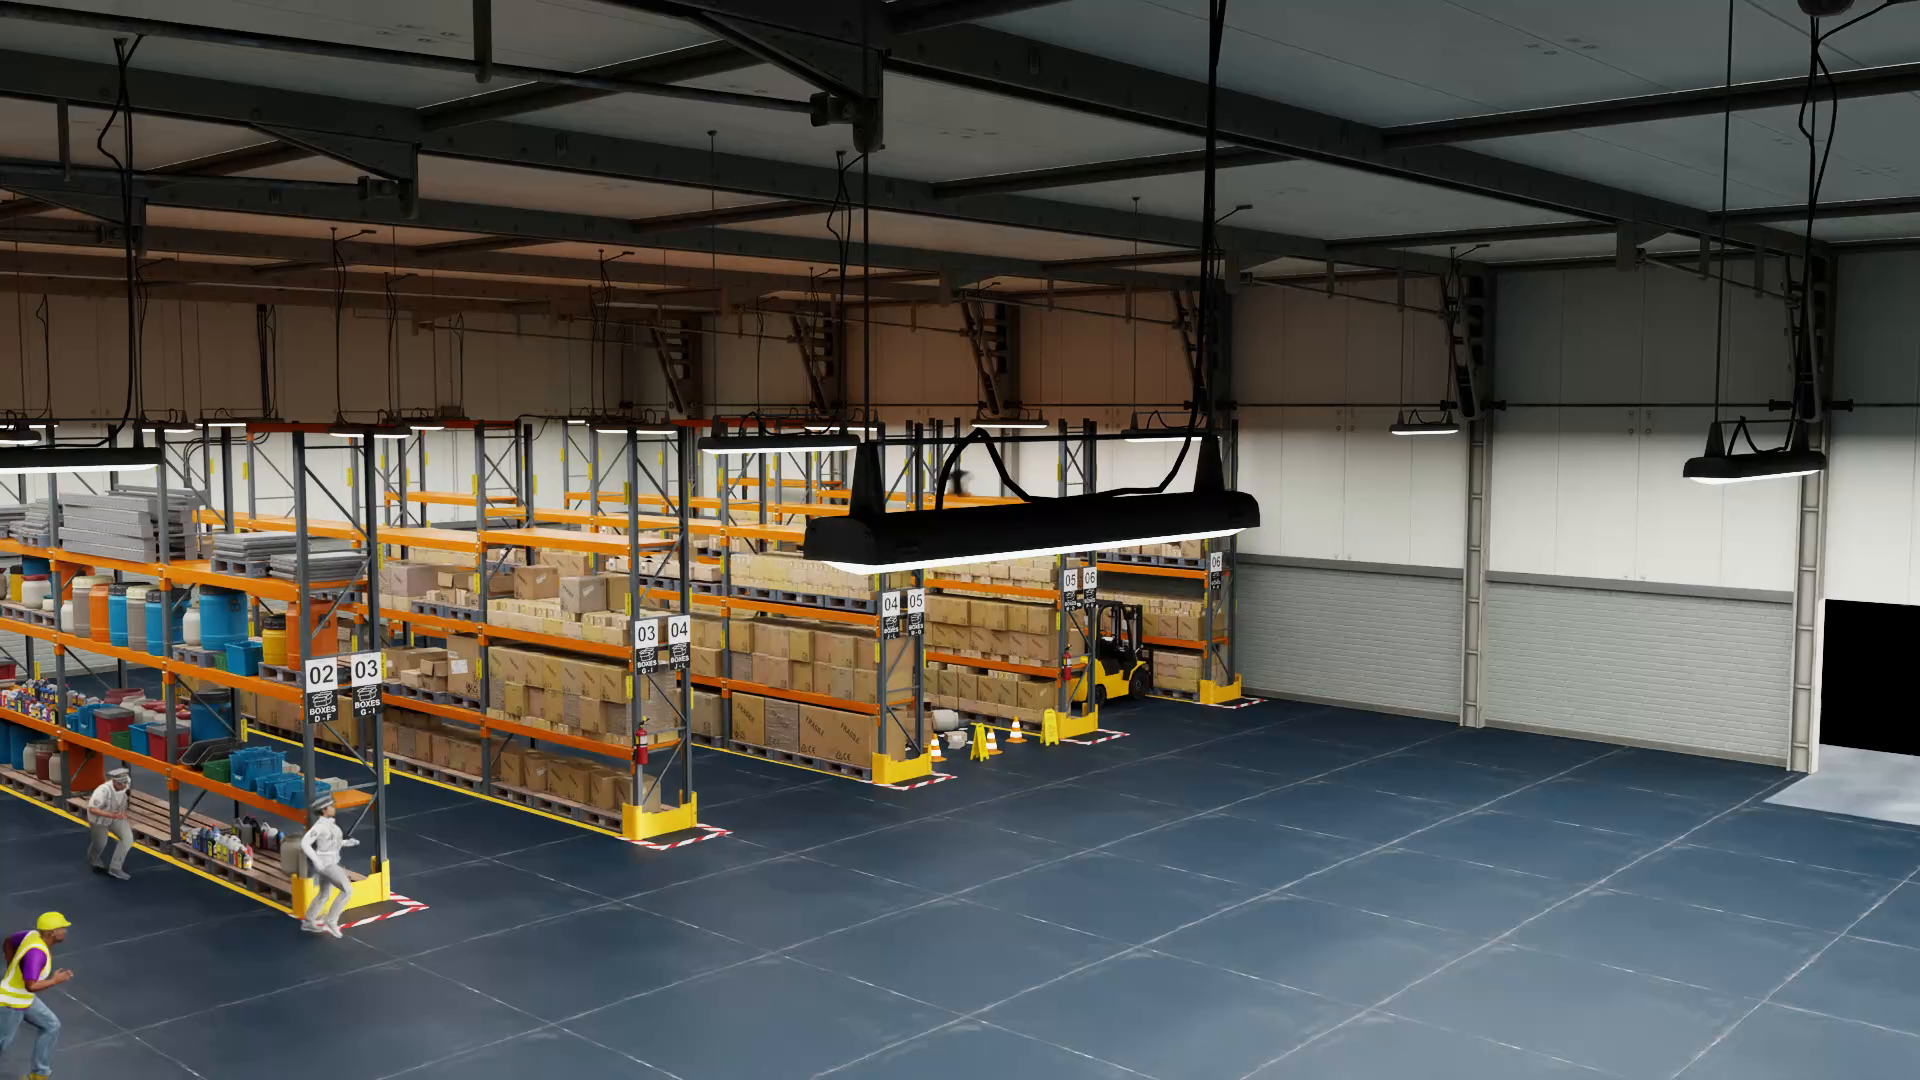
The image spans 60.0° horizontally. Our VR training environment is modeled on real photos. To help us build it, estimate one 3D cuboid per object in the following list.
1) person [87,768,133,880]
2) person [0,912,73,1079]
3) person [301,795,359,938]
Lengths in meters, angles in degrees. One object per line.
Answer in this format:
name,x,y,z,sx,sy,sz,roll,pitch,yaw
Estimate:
person,-11.468,3.772,22.285,1.167,1.541,0.647,3,6,34
person,-8.636,4.283,15.176,0.997,1.728,0.733,-2,5,-24
person,-7.495,3.878,19.747,0.694,1.712,0.594,-1,5,-13
